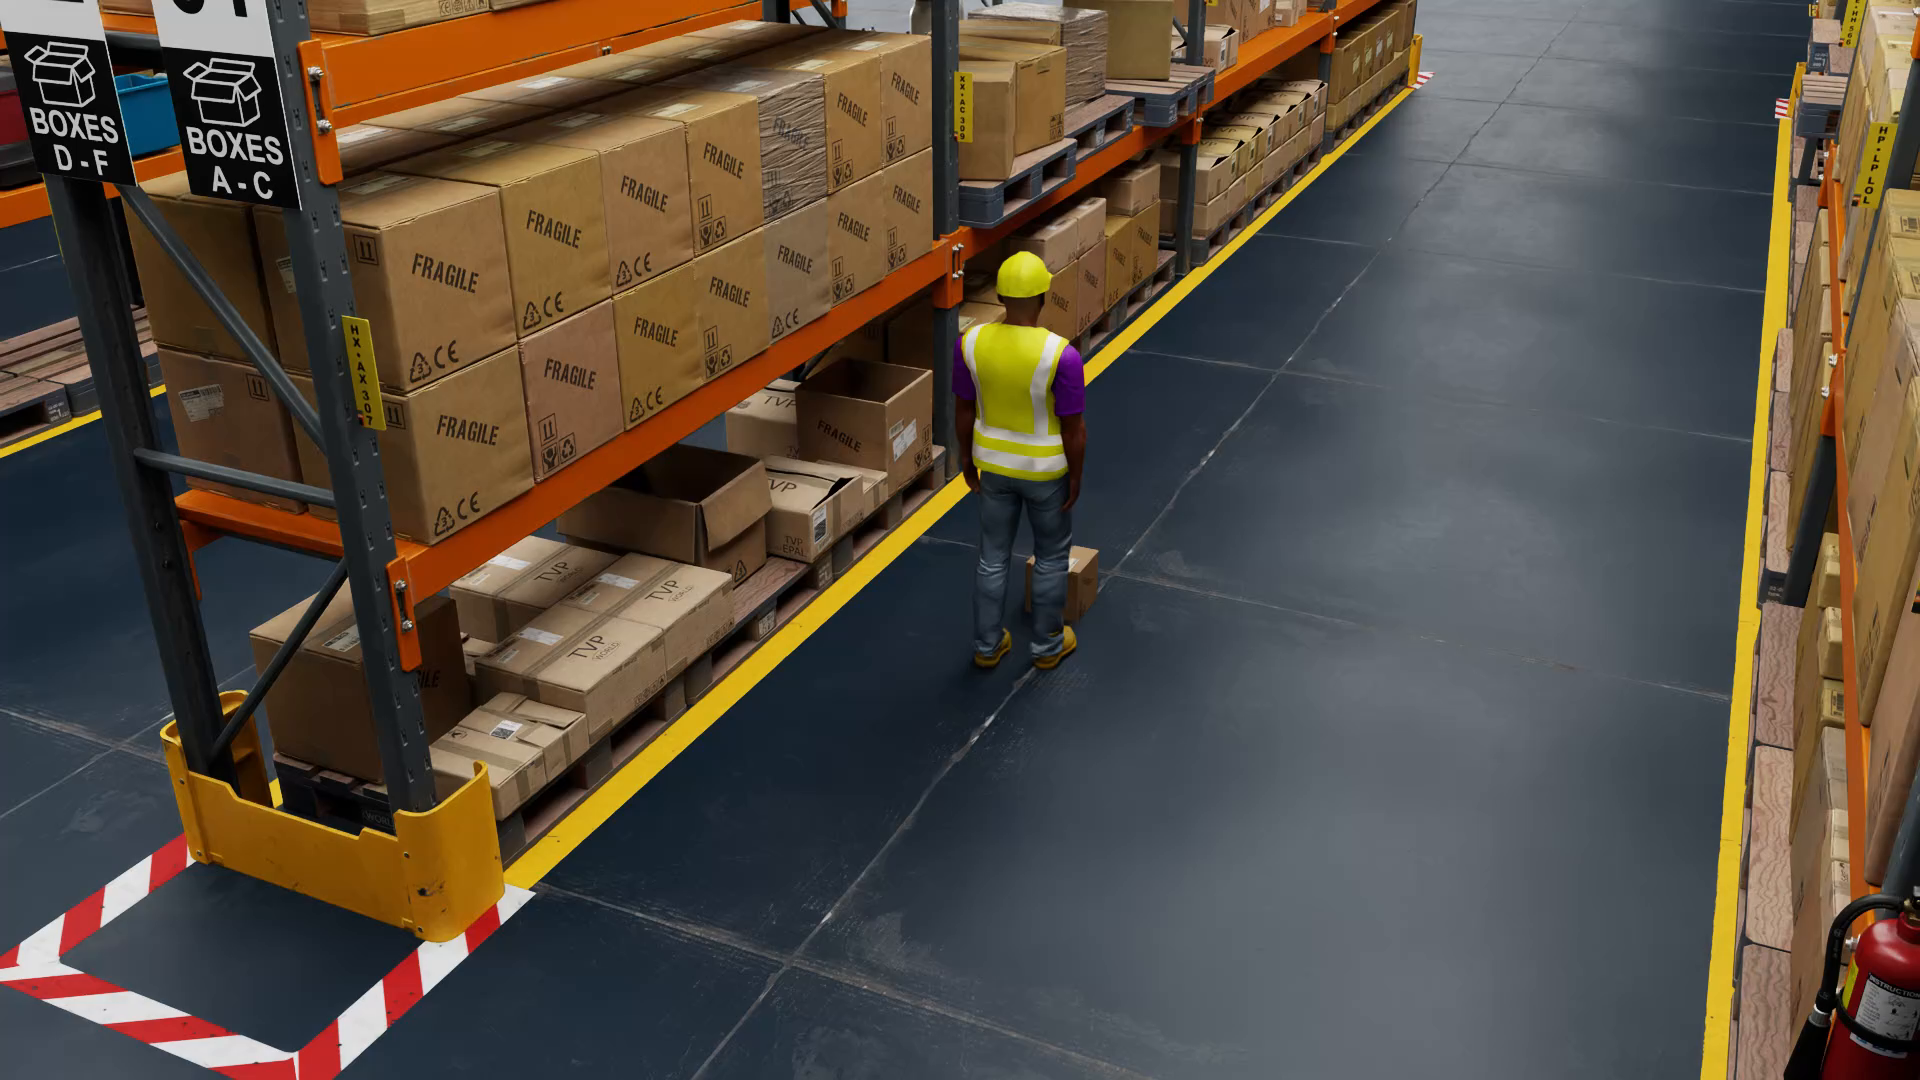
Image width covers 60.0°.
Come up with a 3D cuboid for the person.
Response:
[{"bbox_3d":[0.258,-0.307,6.728,0.561,1.768,0.417,12,28,23],"label":"person"}]
